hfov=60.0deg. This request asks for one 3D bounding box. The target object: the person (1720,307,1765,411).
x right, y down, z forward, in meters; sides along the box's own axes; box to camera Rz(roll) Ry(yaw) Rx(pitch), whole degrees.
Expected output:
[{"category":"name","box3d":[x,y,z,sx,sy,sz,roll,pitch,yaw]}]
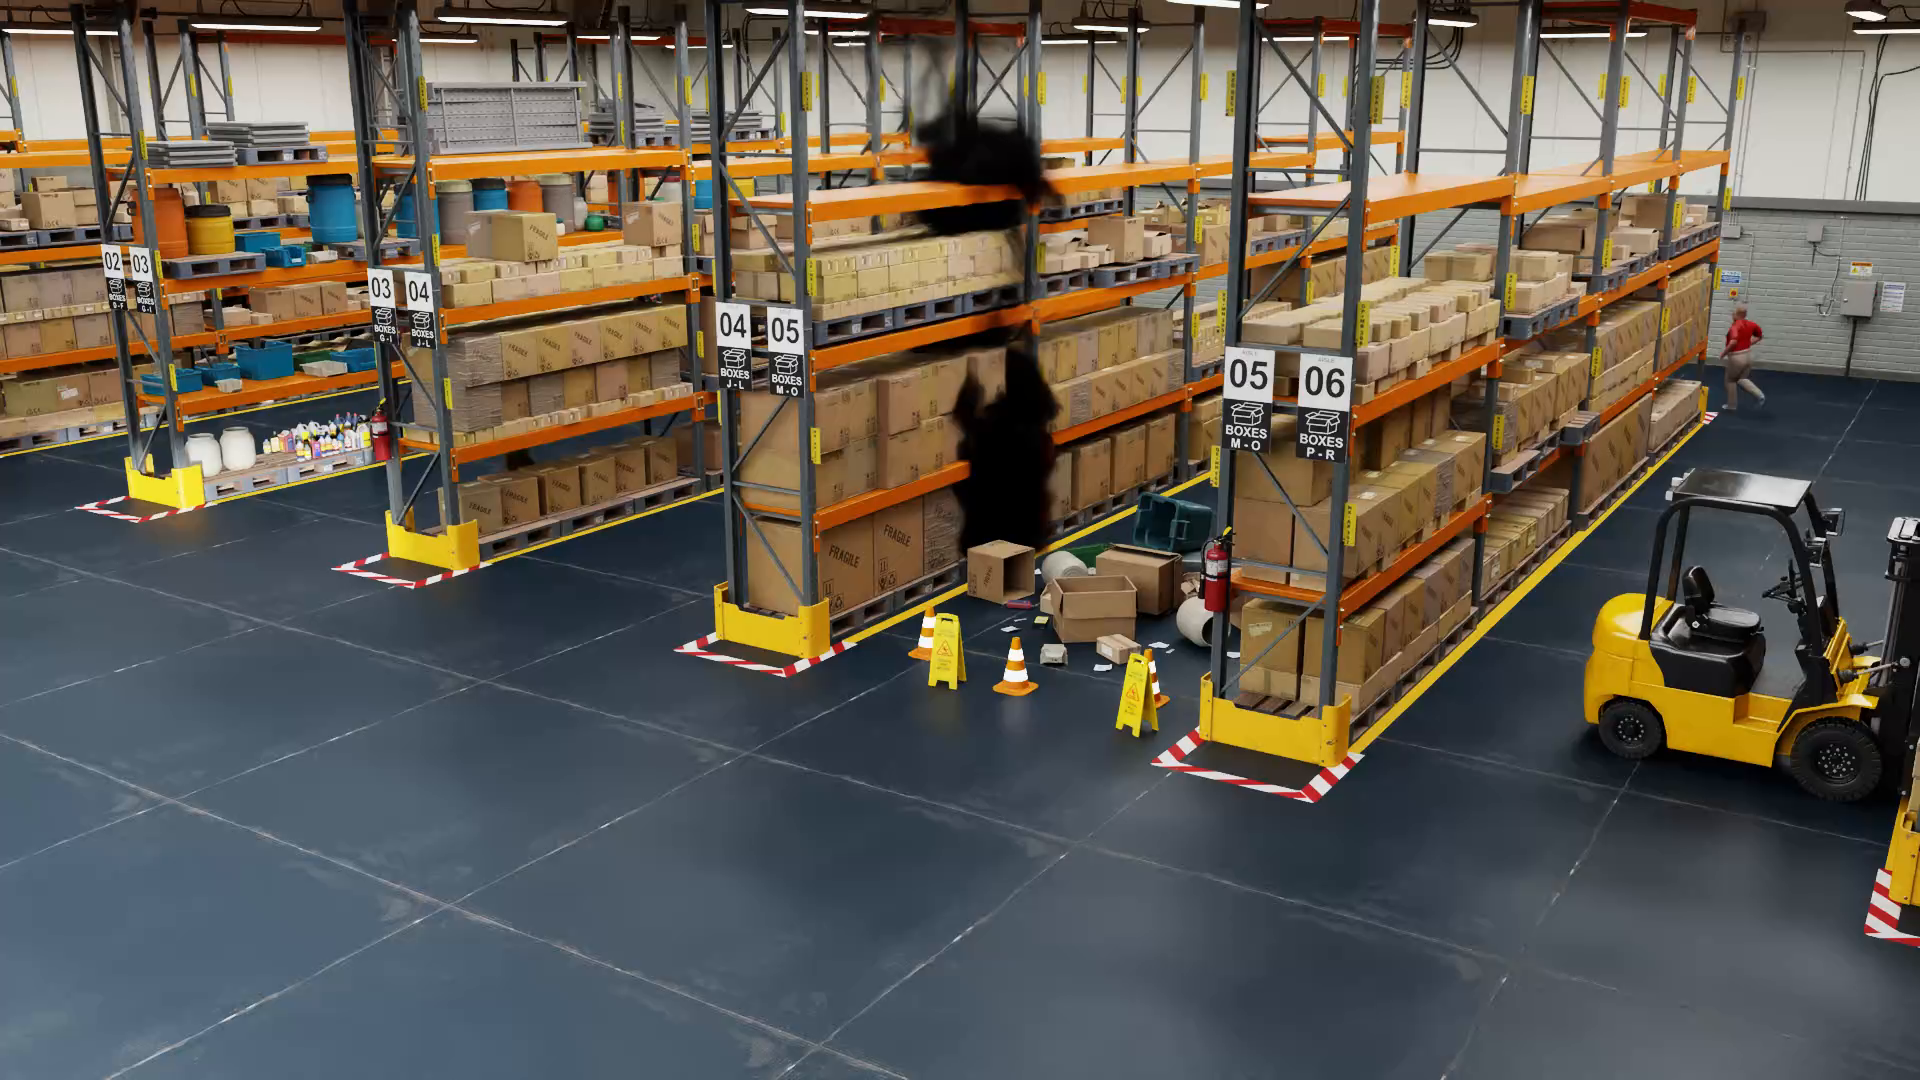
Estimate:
[{"category":"person","box3d":[12.339,-2.843,26.319,0.726,1.695,0.747,-8,17,-25]}]

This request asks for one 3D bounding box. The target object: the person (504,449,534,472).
[{"category":"person","box3d":[-5.775,-1.538,21.377,0.678,1.829,0.897,7,17,24]}]
